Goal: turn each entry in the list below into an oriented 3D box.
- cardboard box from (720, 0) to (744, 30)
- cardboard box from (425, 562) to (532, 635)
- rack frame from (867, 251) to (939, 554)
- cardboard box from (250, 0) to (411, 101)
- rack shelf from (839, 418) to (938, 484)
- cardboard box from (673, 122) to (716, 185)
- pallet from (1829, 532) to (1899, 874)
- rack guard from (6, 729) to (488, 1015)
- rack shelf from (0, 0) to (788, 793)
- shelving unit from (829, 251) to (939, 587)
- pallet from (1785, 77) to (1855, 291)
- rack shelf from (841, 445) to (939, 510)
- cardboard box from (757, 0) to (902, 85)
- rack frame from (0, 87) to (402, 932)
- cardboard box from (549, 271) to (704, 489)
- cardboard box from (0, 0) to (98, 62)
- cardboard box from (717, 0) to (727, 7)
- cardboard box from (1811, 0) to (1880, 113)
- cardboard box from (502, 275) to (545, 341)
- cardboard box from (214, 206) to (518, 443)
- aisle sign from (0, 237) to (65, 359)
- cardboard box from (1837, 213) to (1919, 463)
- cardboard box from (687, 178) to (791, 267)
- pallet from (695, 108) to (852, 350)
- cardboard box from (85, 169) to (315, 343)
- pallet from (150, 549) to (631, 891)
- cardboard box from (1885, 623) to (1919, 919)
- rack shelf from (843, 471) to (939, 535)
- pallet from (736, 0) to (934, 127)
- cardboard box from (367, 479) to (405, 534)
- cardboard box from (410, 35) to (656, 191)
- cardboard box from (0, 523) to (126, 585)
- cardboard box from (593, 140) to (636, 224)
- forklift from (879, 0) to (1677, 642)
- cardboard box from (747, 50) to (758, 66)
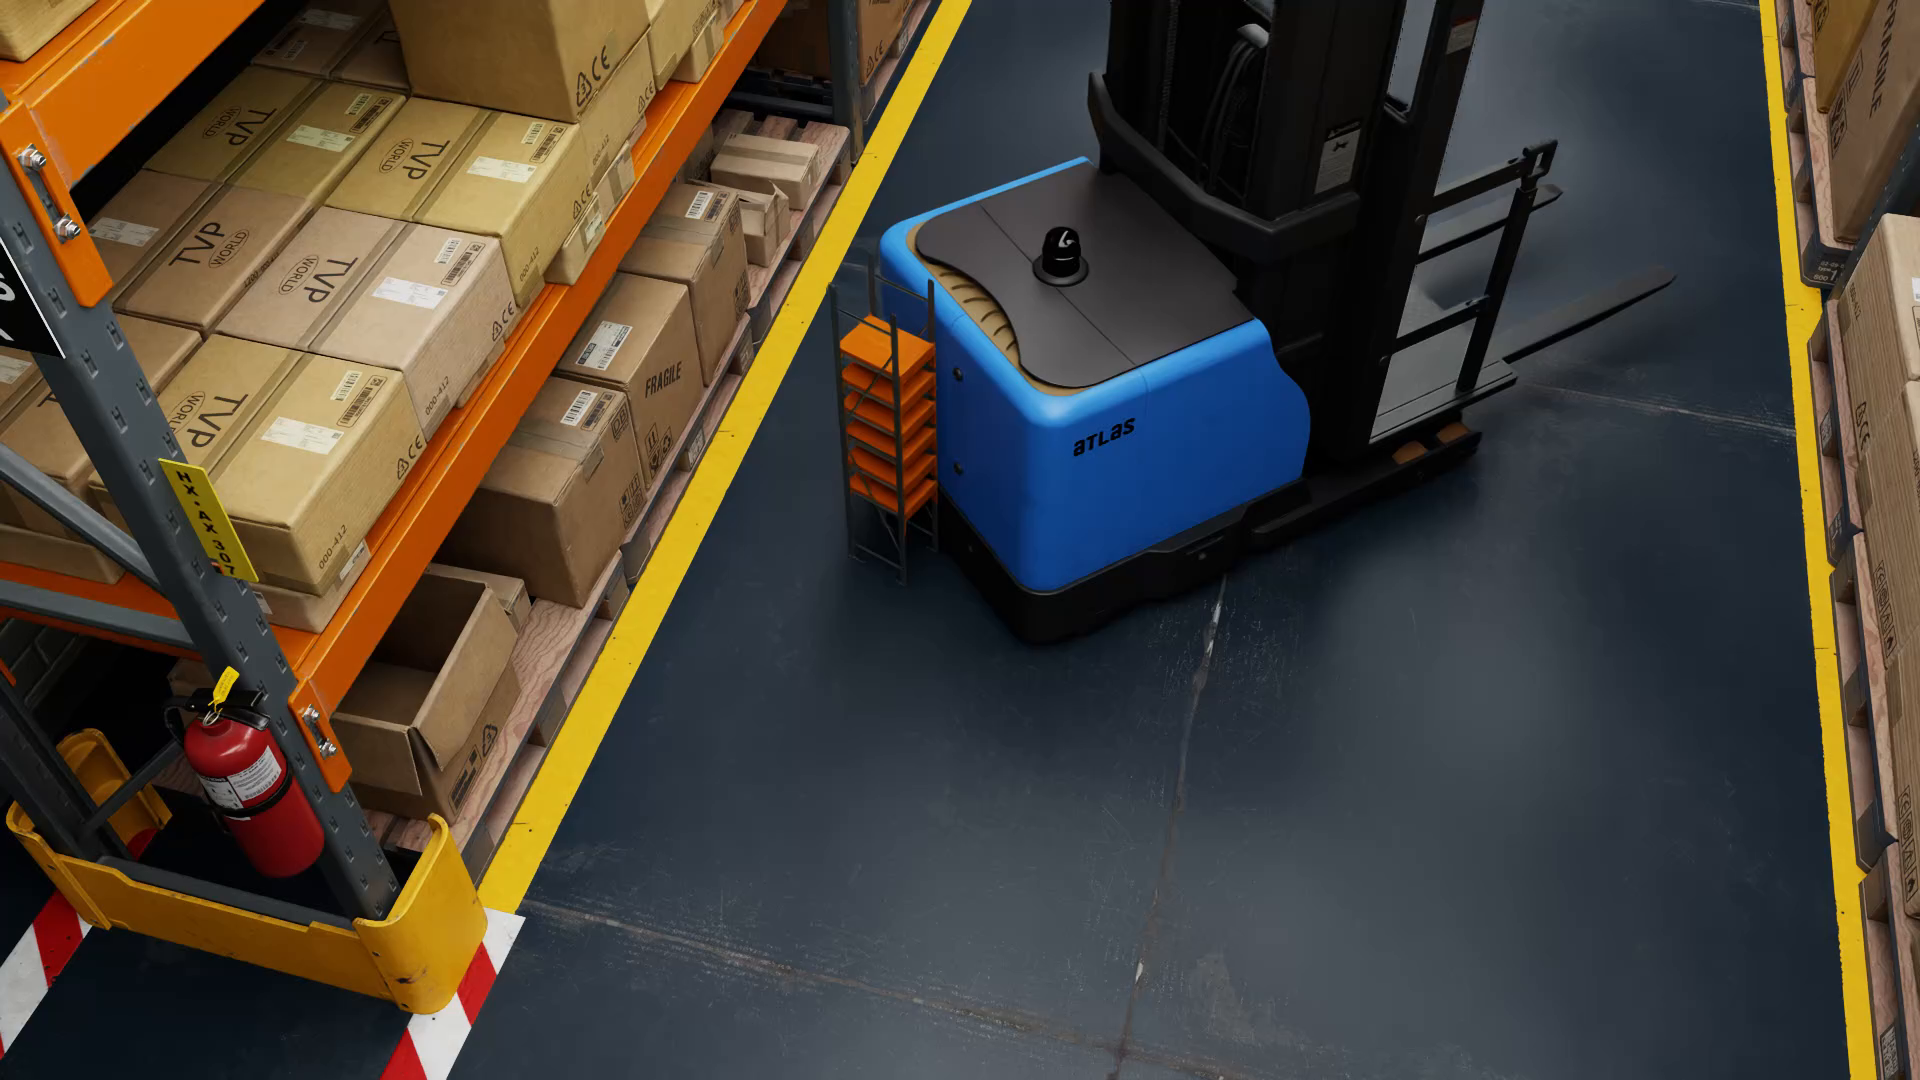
[{"bbox_3d":[-0.945,-1.814,5.518,0.380,0.149,0.250,13,50,11],"label":"cardboard box"},{"bbox_3d":[-1.568,0.227,5.171,0.380,0.149,0.250,10,49,9],"label":"cardboard box"},{"bbox_3d":[-0.174,-0.402,5.305,0.240,1.200,0.006,28,54,22],"label":"rack frame"},{"bbox_3d":[-1.695,-1.396,4.883,0.500,0.250,0.500,11,50,10],"label":"cardboard box"},{"bbox_3d":[-0.226,-0.317,5.288,0.258,0.103,0.180,28,54,22],"label":"rack shelf"},{"bbox_3d":[-1.319,-1.566,6.644,0.500,0.311,0.500,13,50,11],"label":"cardboard box"},{"bbox_3d":[3.278,0.572,5.105,1.003,0.211,1.213,12,50,10],"label":"pallet"},{"bbox_3d":[-1.949,0.918,4.606,1.175,0.500,0.348,12,50,10],"label":"rack guard"},{"bbox_3d":[-1.443,-1.063,5.167,1.077,0.370,4.000,12,50,10],"label":"rack shelf"},{"bbox_3d":[-0.226,-0.346,5.255,0.258,1.200,0.189,28,54,22],"label":"shelving unit"},{"bbox_3d":[4.003,-1.421,6.863,1.003,0.211,1.213,12,50,10],"label":"pallet"},{"bbox_3d":[-0.226,-0.237,5.378,0.258,0.103,0.180,28,54,22],"label":"rack shelf"},{"bbox_3d":[-0.572,-2.365,7.224,0.500,0.500,0.500,14,50,12],"label":"cardboard box"},{"bbox_3d":[-1.969,0.146,3.621,1.000,3.000,0.127,12,50,10],"label":"rack frame"},{"bbox_3d":[-1.219,-0.563,5.633,0.500,0.500,0.500,12,50,11],"label":"cardboard box"},{"bbox_3d":[-1.661,-0.948,2.753,0.380,0.149,0.250,13,50,11],"label":"cardboard box"},{"bbox_3d":[-0.933,-2.015,5.429,0.500,0.250,0.500,12,50,10],"label":"cardboard box"},{"bbox_3d":[4.189,-2.326,6.939,0.875,0.875,0.875,13,50,11],"label":"cardboard box"},{"bbox_3d":[-1.370,-0.709,4.542,0.380,0.149,0.250,12,50,11],"label":"cardboard box"},{"bbox_3d":[-1.458,-0.543,4.130,0.500,0.250,0.500,12,50,10],"label":"cardboard box"},{"bbox_3d":[-1.704,-0.607,2.551,0.394,0.787,0.004,12,50,10],"label":"aisle sign"},{"bbox_3d":[3.604,-0.629,5.733,0.875,0.438,0.875,11,49,9],"label":"cardboard box"},{"bbox_3d":[-0.874,-1.263,6.407,0.396,0.266,0.258,13,50,11],"label":"cardboard box"},{"bbox_3d":[-1.098,-1.328,6.782,1.003,0.211,1.213,12,50,10],"label":"pallet"},{"bbox_3d":[-1.968,-0.661,4.234,0.500,0.250,0.500,12,50,10],"label":"cardboard box"},{"bbox_3d":[-1.741,0.437,5.224,1.003,0.211,1.213,12,50,10],"label":"pallet"},{"bbox_3d":[3.130,0.671,4.586,0.875,0.438,0.875,13,50,11],"label":"cardboard box"},{"bbox_3d":[-0.226,-0.158,5.468,0.258,0.103,0.180,28,54,22],"label":"rack shelf"},{"bbox_3d":[-0.739,-2.421,7.746,1.003,0.211,1.213,12,50,10],"label":"pallet"},{"bbox_3d":[-1.596,-0.148,4.047,0.380,0.149,0.250,13,50,11],"label":"cardboard box"},{"bbox_3d":[-1.213,-1.284,4.784,0.500,0.250,0.500,10,49,9],"label":"cardboard box"},{"bbox_3d":[-2.141,-0.064,3.973,0.380,0.149,0.250,11,50,10],"label":"cardboard box"},{"bbox_3d":[-1.182,-1.071,4.862,0.380,0.149,0.250,13,50,11],"label":"cardboard box"},{"bbox_3d":[1.264,-1.476,5.098,3.031,2.935,1.130,-24,53,-20],"label":"forklift"},{"bbox_3d":[-1.073,-2.473,7.319,0.500,0.500,0.500,11,50,10],"label":"cardboard box"}]
